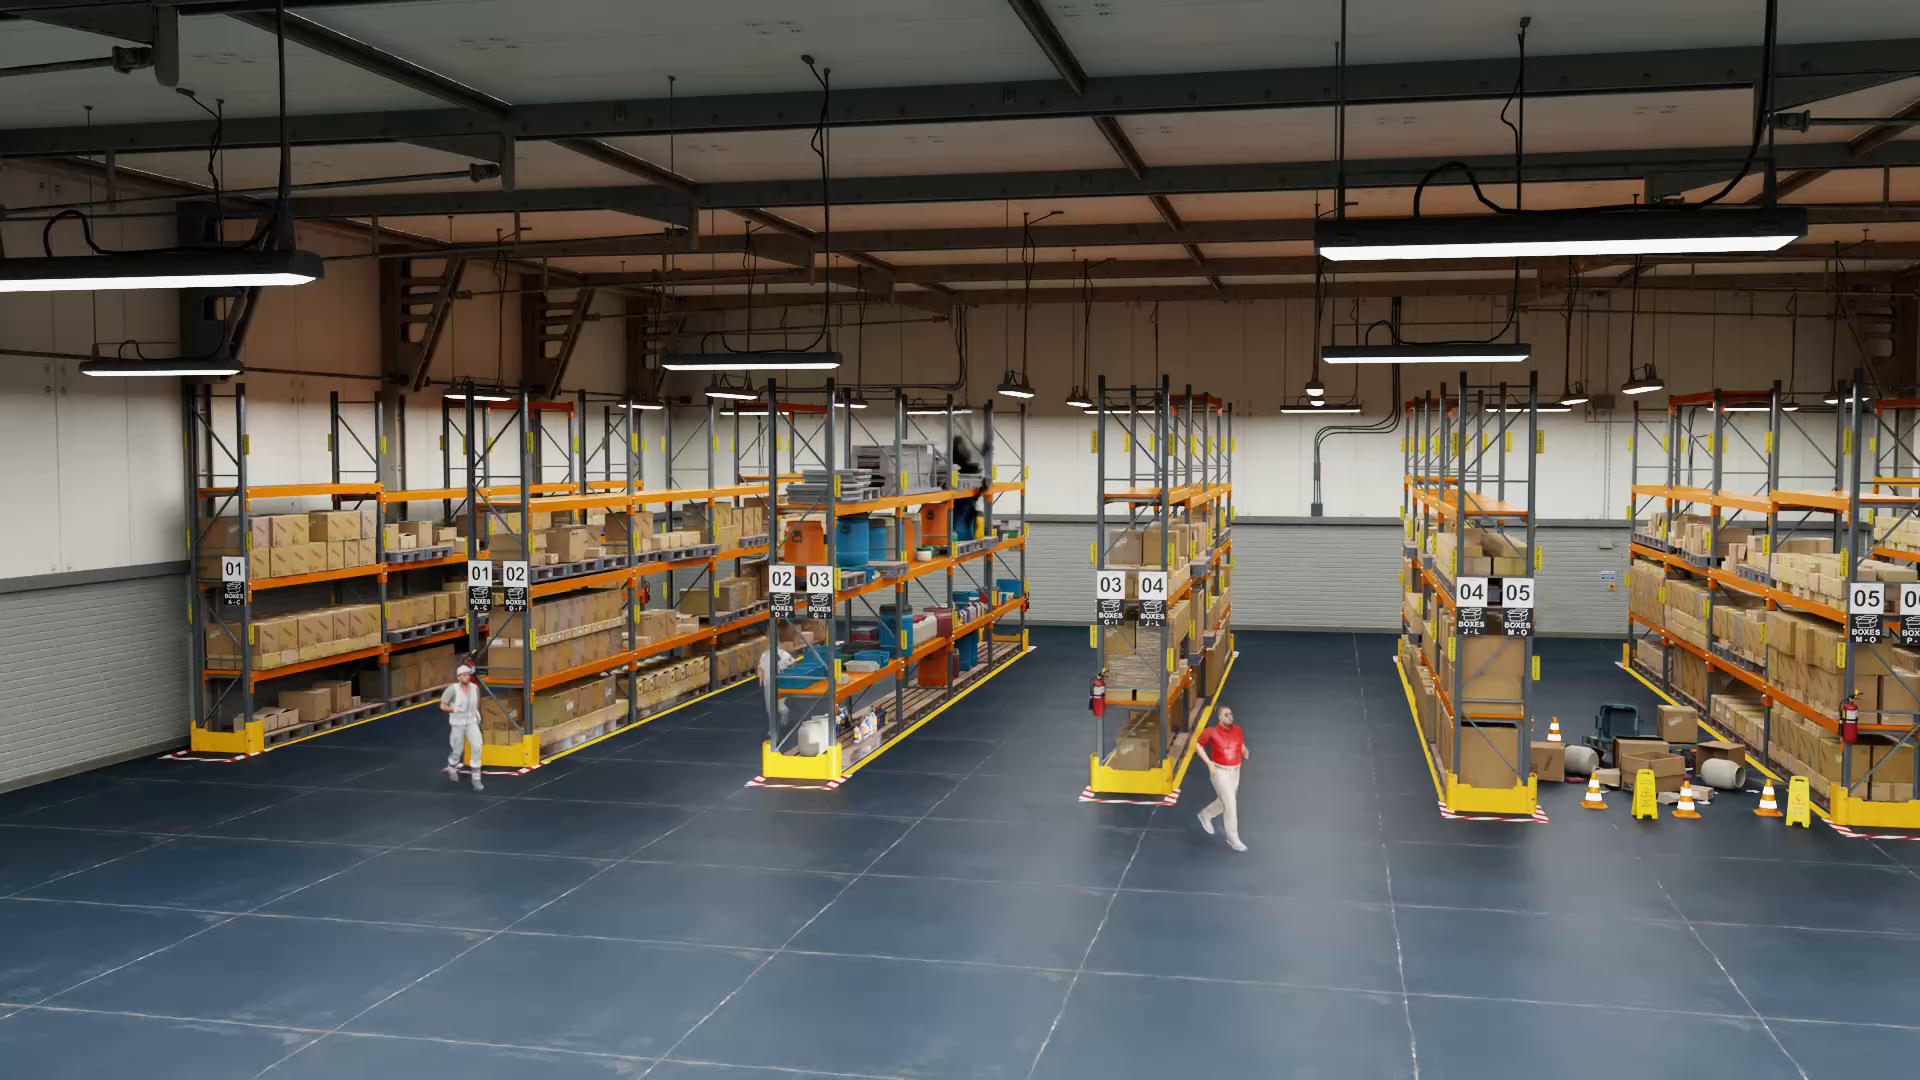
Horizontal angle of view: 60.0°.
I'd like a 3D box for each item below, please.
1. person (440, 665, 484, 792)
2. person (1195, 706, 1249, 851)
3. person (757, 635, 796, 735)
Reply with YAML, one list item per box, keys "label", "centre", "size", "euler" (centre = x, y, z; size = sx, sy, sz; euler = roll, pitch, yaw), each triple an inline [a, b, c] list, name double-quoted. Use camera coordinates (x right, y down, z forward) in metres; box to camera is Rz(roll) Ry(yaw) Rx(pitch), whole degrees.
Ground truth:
- label: "person"
  centre: [-7.257, 2.718, 24.272]
  size: [0.684, 1.802, 0.943]
  euler: [-3, 4, -38]
- label: "person"
  centre: [3.319, 2.950, 20.891]
  size: [0.647, 1.748, 0.911]
  euler: [-2, 4, -34]
- label: "person"
  centre: [-3.187, 2.497, 28.741]
  size: [0.684, 1.749, 0.668]
  euler: [1, 3, 17]
